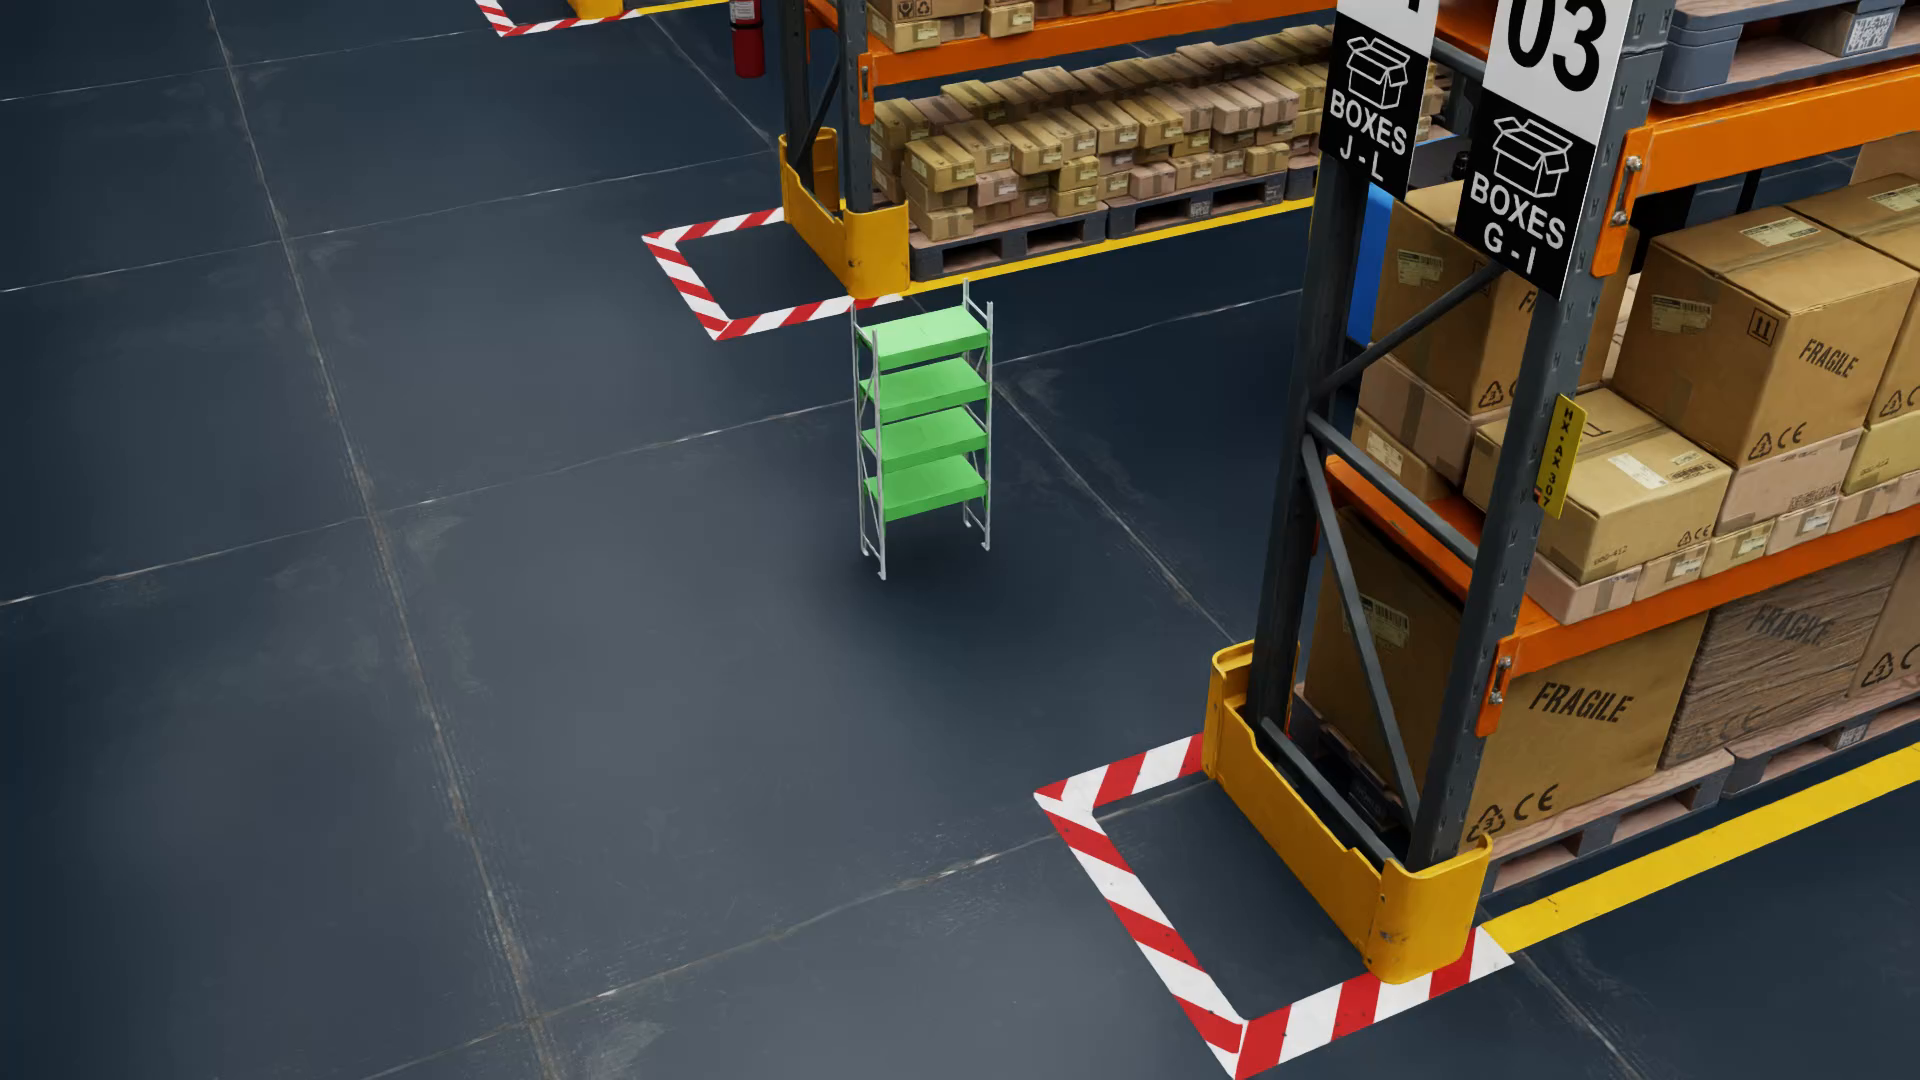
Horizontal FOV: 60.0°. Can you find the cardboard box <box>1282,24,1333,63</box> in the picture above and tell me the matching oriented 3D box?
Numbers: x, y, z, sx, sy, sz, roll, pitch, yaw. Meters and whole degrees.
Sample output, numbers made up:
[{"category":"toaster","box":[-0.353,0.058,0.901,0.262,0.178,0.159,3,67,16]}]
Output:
[{"category":"cardboard box","box":[2.221,-3.093,10.444,0.250,0.149,0.380,-14,39,-18]}]

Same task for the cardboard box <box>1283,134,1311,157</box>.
[{"category":"cardboard box","box":[1.913,-2.461,10.091,0.250,0.149,0.380,-17,40,-21]}]

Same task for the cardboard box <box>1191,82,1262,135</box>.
[{"category":"cardboard box","box":[1.534,-2.507,9.653,0.250,0.149,0.380,-17,40,-22]}]

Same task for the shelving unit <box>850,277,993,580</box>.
[{"category":"shelving unit","box":[-0.150,-0.440,6.836,0.503,1.200,0.258,-16,39,-20]}]

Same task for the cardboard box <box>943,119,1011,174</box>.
[{"category":"cardboard box","box":[0.092,-2.178,9.210,0.250,0.149,0.380,-15,39,-19]}]

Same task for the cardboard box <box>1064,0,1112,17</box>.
[{"category":"cardboard box","box":[0.618,-2.957,8.930,0.250,0.149,0.380,-16,39,-20]}]

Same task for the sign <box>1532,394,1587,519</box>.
[{"category":"sign","box":[1.521,-0.210,4.222,0.005,0.325,0.100,-16,39,-20]}]

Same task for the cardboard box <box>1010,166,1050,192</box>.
[{"category":"cardboard box","box":[0.314,-2.117,9.378,0.250,0.149,0.380,-15,39,-19]}]

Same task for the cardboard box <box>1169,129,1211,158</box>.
[{"category":"cardboard box","box":[1.269,-2.396,9.754,0.250,0.149,0.380,-14,39,-18]}]

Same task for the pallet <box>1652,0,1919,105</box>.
[{"category":"pallet","box":[1.957,-1.494,4.303,1.213,0.211,1.003,-16,39,-20]}]

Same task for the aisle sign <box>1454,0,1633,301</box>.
[{"category":"aisle sign","box":[1.353,-0.995,3.892,0.004,0.787,0.394,-16,39,-20]}]

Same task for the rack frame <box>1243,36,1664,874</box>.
[{"category":"rack frame","box":[1.290,-0.131,4.909,0.127,3.000,1.000,-16,39,-20]}]

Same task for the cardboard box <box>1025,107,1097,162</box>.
[{"category":"cardboard box","box":[0.563,-2.280,9.348,0.250,0.149,0.380,-18,40,-22]}]

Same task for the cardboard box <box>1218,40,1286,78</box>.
[{"category":"cardboard box","box":[1.787,-2.925,10.216,0.250,0.149,0.380,-17,40,-21]}]

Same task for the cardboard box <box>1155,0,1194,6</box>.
[{"category":"cardboard box","box":[1.097,-3.058,9.066,0.250,0.149,0.380,-14,39,-18]}]

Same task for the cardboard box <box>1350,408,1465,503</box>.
[{"category":"cardboard box","box":[1.473,-0.298,5.345,0.250,0.149,0.380,-15,39,-19]}]

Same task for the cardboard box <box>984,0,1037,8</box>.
[{"category":"cardboard box","box":[0.272,-3.105,8.585,0.500,0.500,0.500,-16,39,-20]}]

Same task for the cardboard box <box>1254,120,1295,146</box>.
[{"category":"cardboard box","box":[1.779,-2.498,9.891,0.250,0.149,0.380,-15,39,-19]}]

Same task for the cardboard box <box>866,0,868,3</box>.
[{"category":"cardboard box","box":[-0.551,-2.966,8.941,0.250,0.149,0.380,-16,39,-20]}]

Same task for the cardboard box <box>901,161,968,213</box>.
[{"category":"cardboard box","box":[-0.142,-1.969,9.178,0.250,0.149,0.380,-14,39,-18]}]

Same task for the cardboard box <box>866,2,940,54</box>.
[{"category":"cardboard box","box":[-0.293,-2.636,8.497,0.250,0.149,0.380,-16,39,-20]}]

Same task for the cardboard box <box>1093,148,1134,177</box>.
[{"category":"cardboard box","box":[0.792,-2.242,9.546,0.250,0.149,0.380,-18,40,-22]}]

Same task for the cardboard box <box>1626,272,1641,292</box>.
[{"category":"cardboard box","box":[2.536,-0.713,5.570,0.500,0.250,0.500,-17,40,-21]}]

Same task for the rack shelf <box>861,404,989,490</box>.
[{"category":"rack shelf","box":[-0.150,-0.389,6.874,0.480,0.148,0.258,-16,39,-20]}]

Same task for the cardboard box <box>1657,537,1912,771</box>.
[{"category":"cardboard box","box":[2.659,0.118,6.004,0.875,0.875,0.875,-16,39,-20]}]

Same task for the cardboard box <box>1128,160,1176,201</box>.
[{"category":"cardboard box","box":[1.040,-2.130,9.644,0.250,0.149,0.380,-18,40,-22]}]

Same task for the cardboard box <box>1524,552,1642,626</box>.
[{"category":"cardboard box","box":[1.752,0.058,4.865,0.250,0.149,0.380,-15,39,-19]}]

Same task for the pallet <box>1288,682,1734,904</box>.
[{"category":"pallet","box":[1.981,0.744,6.070,1.213,0.211,1.003,-16,39,-20]}]

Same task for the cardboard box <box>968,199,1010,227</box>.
[{"category":"cardboard box","box":[0.087,-1.926,9.369,0.250,0.149,0.380,-16,39,-20]}]

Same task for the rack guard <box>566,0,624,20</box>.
[{"category":"rack guard","box":[-2.942,-4.465,12.851,0.348,0.500,1.175,-16,39,-20]}]

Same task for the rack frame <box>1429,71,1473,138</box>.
[{"category":"rack frame","box":[2.895,-3.844,9.915,0.127,3.000,1.000,-16,39,-20]}]

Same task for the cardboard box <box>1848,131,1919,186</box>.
[{"category":"cardboard box","box":[3.451,-1.266,5.686,0.500,0.500,0.500,-17,40,-21]}]

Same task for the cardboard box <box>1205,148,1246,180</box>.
[{"category":"cardboard box","box":[1.484,-2.293,9.864,0.250,0.149,0.380,-15,39,-19]}]

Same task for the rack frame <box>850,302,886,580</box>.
[{"category":"rack frame","box":[-0.371,-0.378,6.753,0.015,1.200,0.240,-16,39,-20]}]

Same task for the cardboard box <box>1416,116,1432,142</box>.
[{"category":"cardboard box","box":[2.685,-2.585,10.257,0.250,0.149,0.380,-15,39,-19]}]

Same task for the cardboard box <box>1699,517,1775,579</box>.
[{"category":"cardboard box","box":[2.215,-0.073,5.041,0.250,0.149,0.380,-17,40,-21]}]

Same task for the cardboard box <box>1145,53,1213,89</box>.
[{"category":"cardboard box","box":[1.310,-2.791,10.036,0.250,0.149,0.380,-17,40,-22]}]

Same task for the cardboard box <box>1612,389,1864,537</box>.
[{"category":"cardboard box","box":[2.307,-0.302,5.015,0.500,0.250,0.500,-16,39,-20]}]

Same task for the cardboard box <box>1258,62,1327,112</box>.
[{"category":"cardboard box","box":[1.979,-2.700,9.913,0.250,0.149,0.380,-14,39,-18]}]

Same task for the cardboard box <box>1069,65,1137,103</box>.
[{"category":"cardboard box","box":[0.845,-2.668,9.870,0.250,0.149,0.380,-17,40,-21]}]

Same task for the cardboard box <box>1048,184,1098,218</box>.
[{"category":"cardboard box","box":[0.587,-1.998,9.466,0.250,0.149,0.380,-15,39,-19]}]

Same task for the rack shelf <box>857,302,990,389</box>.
[{"category":"rack shelf","box":[-0.150,-0.774,6.588,0.480,0.148,0.258,-16,39,-20]}]

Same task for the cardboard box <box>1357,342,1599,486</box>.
[{"category":"cardboard box","box":[1.616,-0.456,5.223,0.500,0.250,0.500,-16,40,-21]}]

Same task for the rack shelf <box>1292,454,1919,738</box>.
[{"category":"rack shelf","box":[3.101,-0.349,5.806,4.000,0.370,1.077,-16,39,-20]}]

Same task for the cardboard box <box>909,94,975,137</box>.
[{"category":"cardboard box","box":[-0.102,-2.398,9.506,0.250,0.149,0.380,-15,39,-19]}]

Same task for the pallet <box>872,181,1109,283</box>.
[{"category":"pallet","box":[0.094,-1.917,9.658,1.213,0.211,1.003,-16,39,-20]}]

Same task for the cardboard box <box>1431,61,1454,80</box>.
[{"category":"cardboard box","box":[3.458,-3.332,10.970,0.500,0.500,0.500,-16,40,-21]}]

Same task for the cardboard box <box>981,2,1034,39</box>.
[{"category":"cardboard box","box":[0.186,-2.762,8.667,0.250,0.149,0.380,-17,40,-21]}]

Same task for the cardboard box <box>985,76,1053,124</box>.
[{"category":"cardboard box","box":[0.340,-2.563,9.729,0.250,0.149,0.380,-17,40,-22]}]

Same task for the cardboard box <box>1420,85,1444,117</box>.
[{"category":"cardboard box","box":[2.745,-2.736,10.212,0.250,0.149,0.380,-15,39,-19]}]

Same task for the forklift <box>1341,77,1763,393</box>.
[{"category":"forklift","box":[3.281,-2.260,7.837,3.031,2.935,1.130,-18,40,-23]}]

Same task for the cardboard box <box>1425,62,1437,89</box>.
[{"category":"cardboard box","box":[2.684,-2.876,10.151,0.250,0.149,0.380,-15,39,-19]}]

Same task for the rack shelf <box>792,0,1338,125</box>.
[{"category":"rack shelf","box":[1.085,-3.049,9.447,4.000,0.370,1.077,-16,39,-20]}]

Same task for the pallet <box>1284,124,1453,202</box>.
[{"category":"pallet","box":[2.302,-2.535,10.491,1.213,0.211,1.003,-16,39,-20]}]

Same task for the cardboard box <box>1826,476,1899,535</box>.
[{"category":"cardboard box","box":[2.681,-0.203,5.217,0.250,0.149,0.380,-16,40,-21]}]

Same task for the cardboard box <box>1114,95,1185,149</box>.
[{"category":"cardboard box","box":[1.076,-2.387,9.492,0.250,0.149,0.380,-15,39,-19]}]

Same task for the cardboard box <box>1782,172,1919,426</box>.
[{"category":"cardboard box","box":[2.759,-0.729,4.961,0.500,0.500,0.500,-17,40,-21]}]
